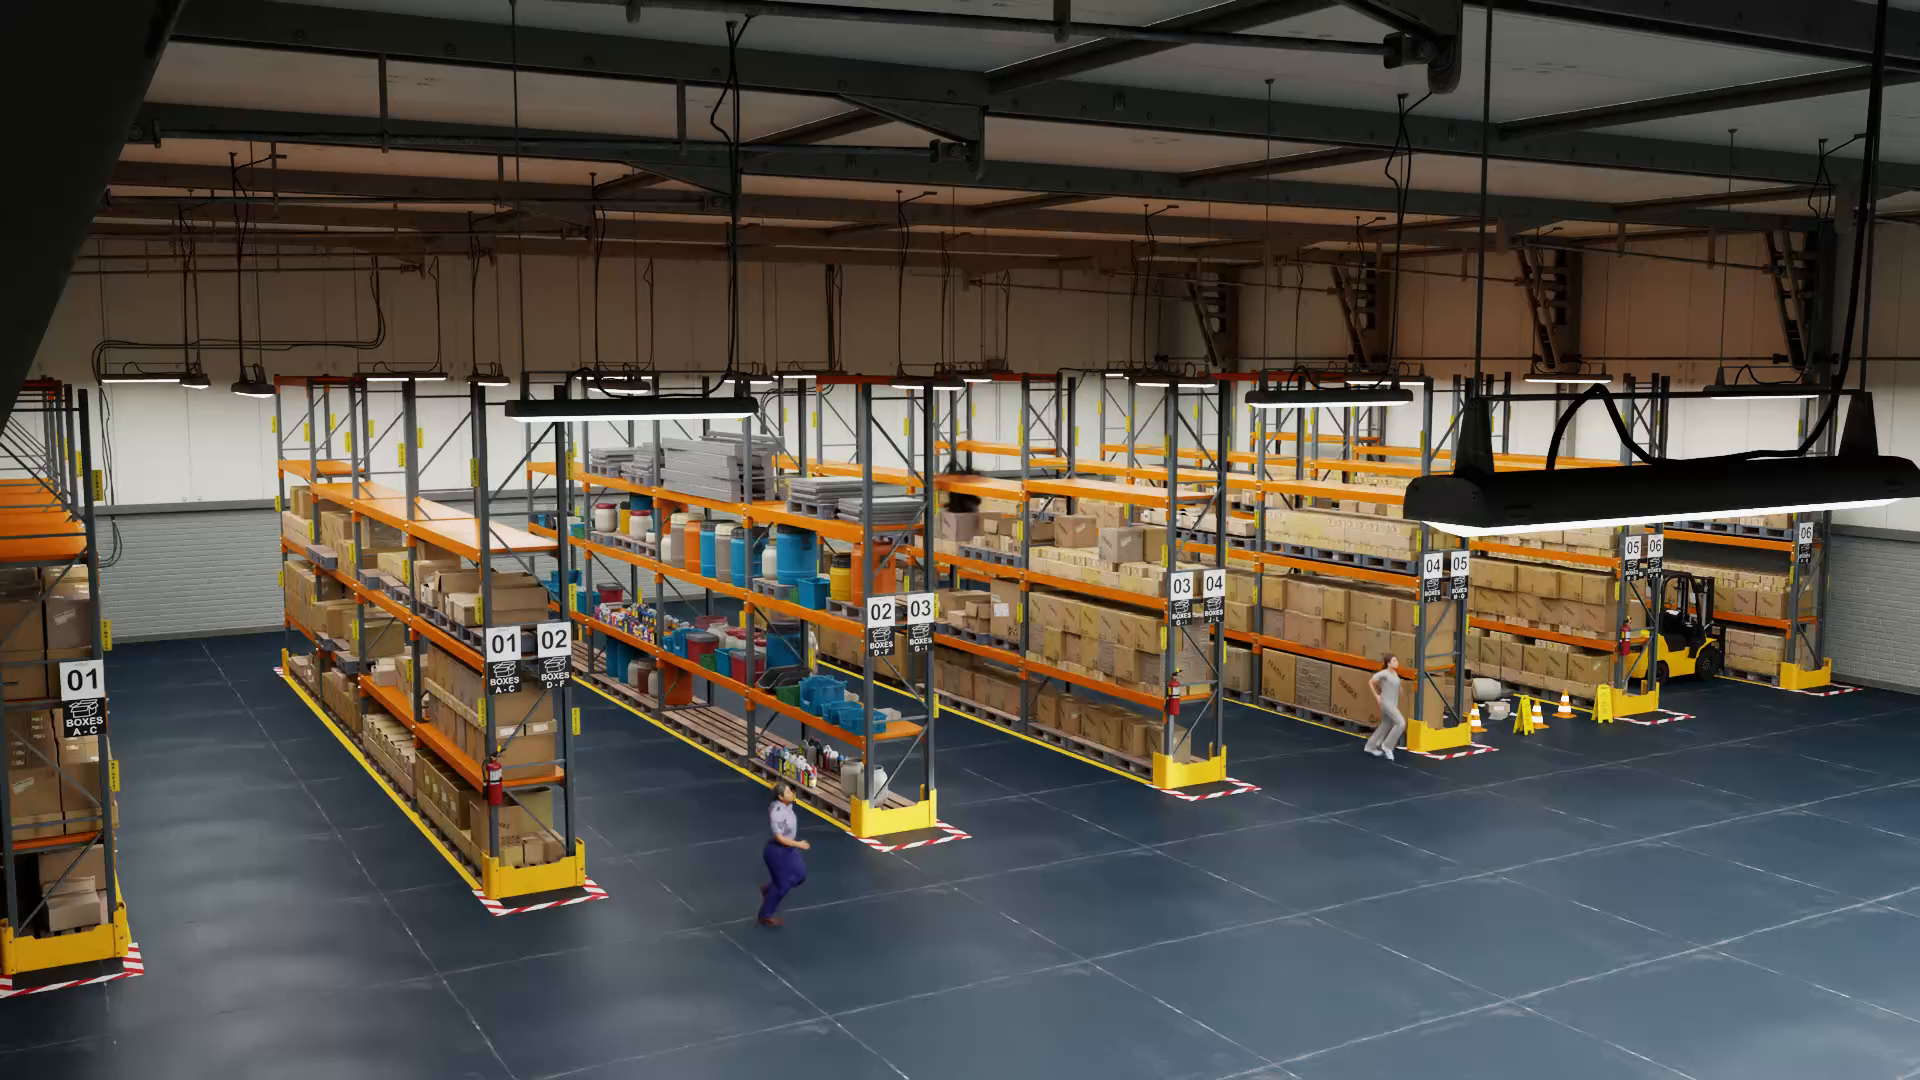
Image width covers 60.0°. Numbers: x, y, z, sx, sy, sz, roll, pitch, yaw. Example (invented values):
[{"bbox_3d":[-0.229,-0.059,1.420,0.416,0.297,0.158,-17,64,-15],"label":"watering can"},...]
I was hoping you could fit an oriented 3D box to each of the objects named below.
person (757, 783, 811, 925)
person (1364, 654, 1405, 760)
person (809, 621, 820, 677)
[{"bbox_3d":[-1.970,3.506,18.668,0.615,1.607,0.625,0,6,3],"label":"person"},{"bbox_3d":[6.788,2.632,26.390,0.676,1.664,0.551,4,8,35],"label":"person"},{"bbox_3d":[-2.836,2.232,30.478,0.530,1.540,0.666,-6,8,-42],"label":"person"}]
